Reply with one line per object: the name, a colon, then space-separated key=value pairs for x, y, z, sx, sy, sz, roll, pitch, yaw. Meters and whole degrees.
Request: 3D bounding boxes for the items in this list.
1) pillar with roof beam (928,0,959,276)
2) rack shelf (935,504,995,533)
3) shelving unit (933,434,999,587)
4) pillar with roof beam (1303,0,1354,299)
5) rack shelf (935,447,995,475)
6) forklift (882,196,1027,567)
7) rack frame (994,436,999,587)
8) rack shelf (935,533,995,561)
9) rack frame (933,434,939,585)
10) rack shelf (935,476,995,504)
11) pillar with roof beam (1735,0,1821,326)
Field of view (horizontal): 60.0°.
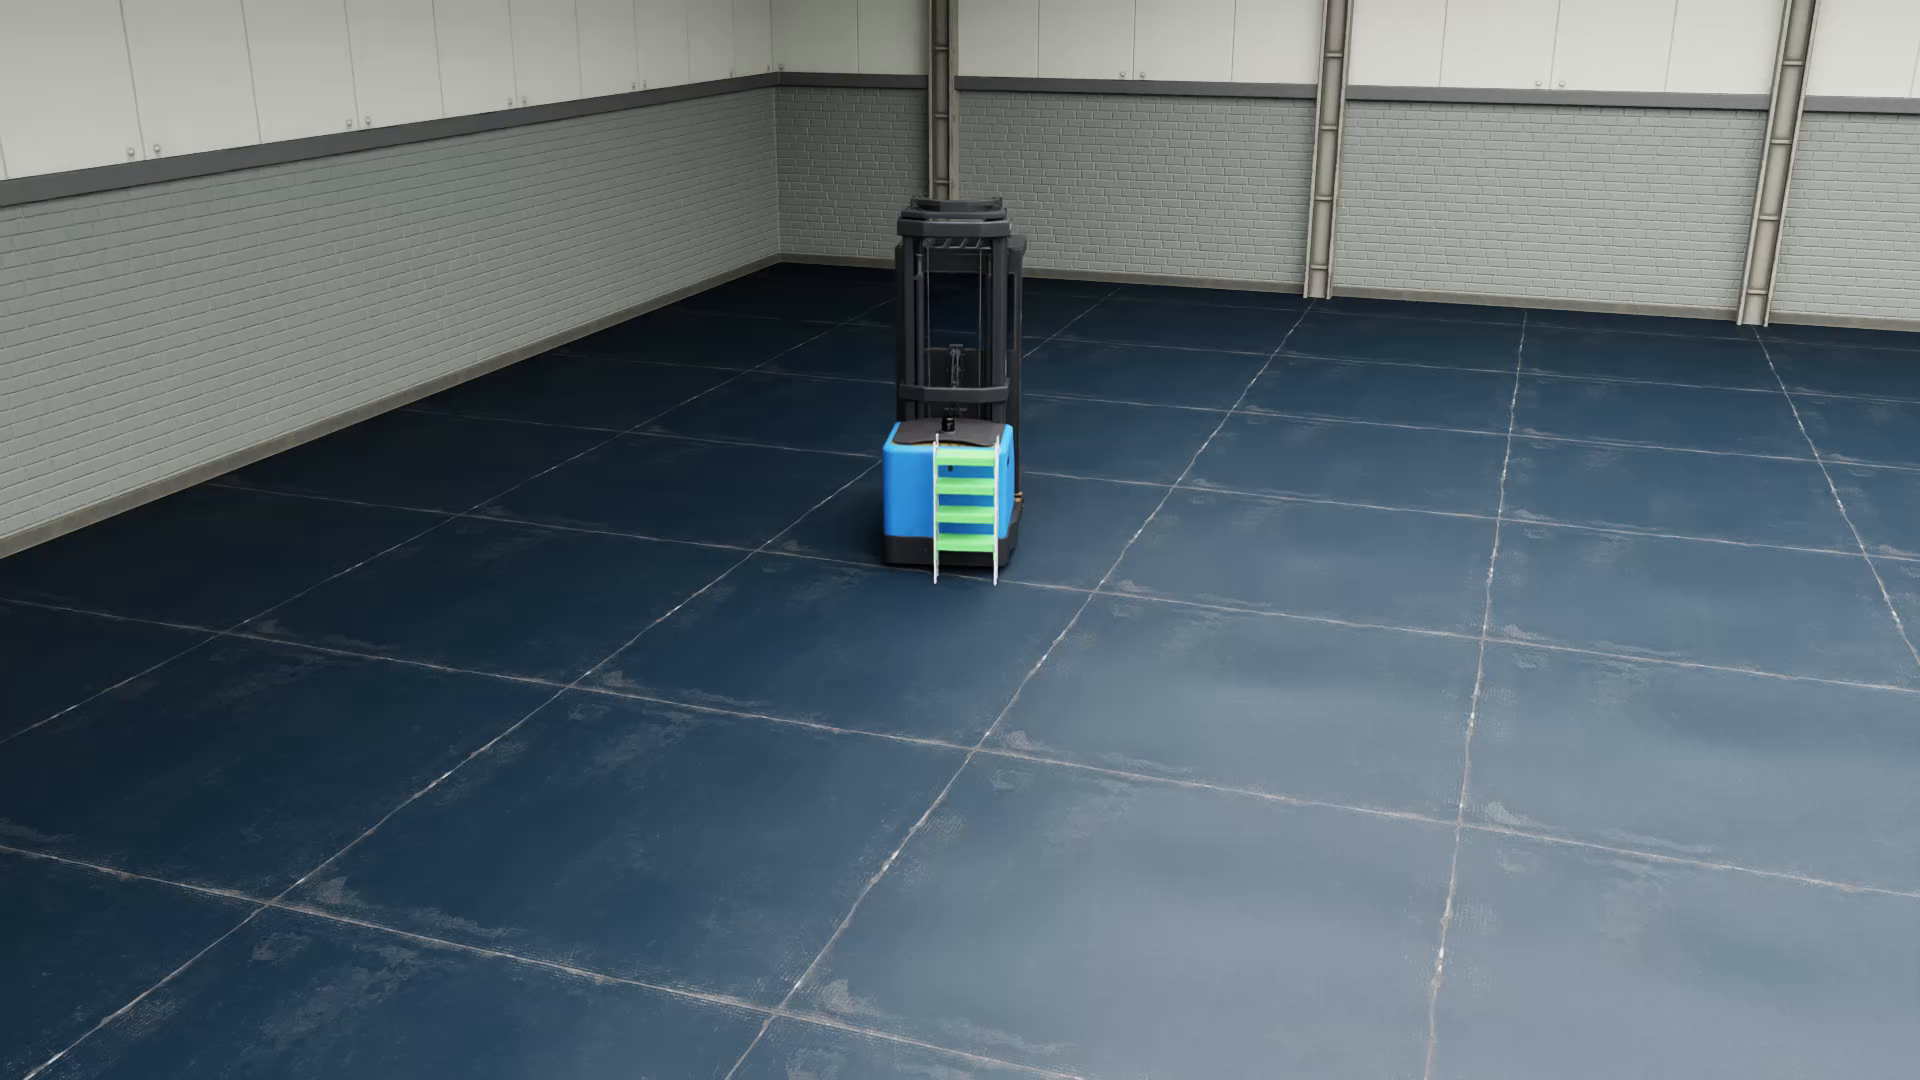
pillar with roof beam: x=-1.673 y=-7.240 z=21.675 sx=0.400 sy=9.000 sz=9.100 roll=7 pitch=20 yaw=18
rack shelf: x=0.049 y=-0.175 z=13.451 sx=0.480 sy=0.148 sz=0.258 roll=2 pitch=19 yaw=5
shelving unit: x=0.049 y=-0.236 z=13.430 sx=0.503 sy=1.200 sz=0.258 roll=2 pitch=19 yaw=5
pillar with roof beam: x=3.995 y=-6.592 z=19.815 sx=0.400 sy=9.000 sz=9.100 roll=7 pitch=20 yaw=18
rack shelf: x=0.049 y=-0.629 z=13.293 sx=0.480 sy=0.148 sz=0.258 roll=2 pitch=19 yaw=5
forklift: x=0.012 y=-1.603 z=14.722 sx=1.130 sy=2.935 sz=3.031 roll=2 pitch=19 yaw=5
rack frame: x=0.292 y=-0.229 z=13.409 sx=0.015 sy=1.200 sz=0.240 roll=2 pitch=19 yaw=5
rack shelf: x=0.049 y=0.051 z=13.530 sx=0.480 sy=0.148 sz=0.258 roll=2 pitch=19 yaw=5
rack frame: x=-0.194 y=-0.243 z=13.450 sx=0.015 sy=1.200 sz=0.240 roll=2 pitch=19 yaw=5
rack shelf: x=0.049 y=-0.402 z=13.372 sx=0.480 sy=0.148 sz=0.258 roll=2 pitch=19 yaw=5
pillar with roof beam: x=9.663 y=-5.944 z=17.956 sx=0.400 sy=9.000 sz=9.100 roll=7 pitch=20 yaw=18
